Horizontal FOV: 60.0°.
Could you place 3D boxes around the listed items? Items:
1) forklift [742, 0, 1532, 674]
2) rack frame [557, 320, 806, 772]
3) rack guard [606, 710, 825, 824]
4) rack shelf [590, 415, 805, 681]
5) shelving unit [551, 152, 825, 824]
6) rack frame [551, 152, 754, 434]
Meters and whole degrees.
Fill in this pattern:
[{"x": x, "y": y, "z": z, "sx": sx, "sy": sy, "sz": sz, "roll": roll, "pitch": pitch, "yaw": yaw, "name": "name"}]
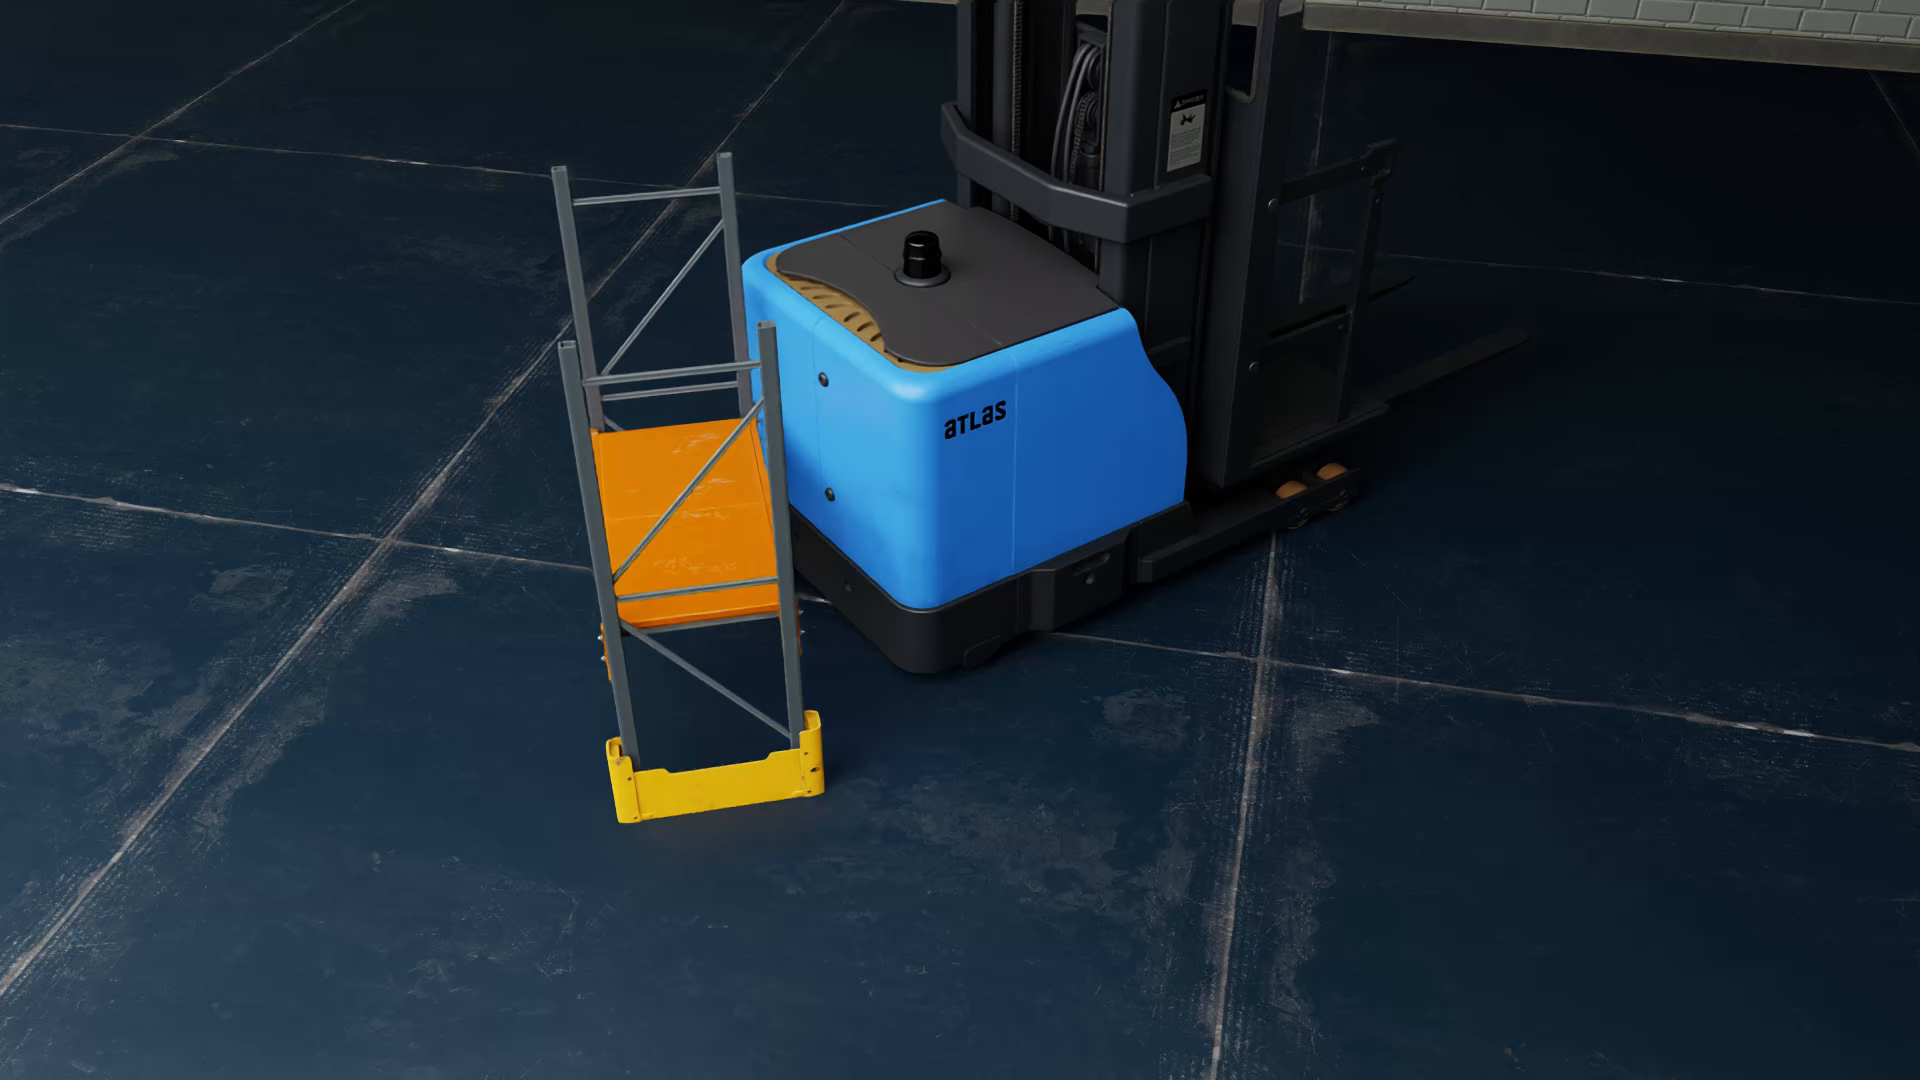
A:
[{"x": 0.801, "y": -1.458, "z": 5.264, "sx": 3.031, "sy": 2.935, "sz": 1.130, "roll": -22, "pitch": 42, "yaw": -28, "name": "forklift"}, {"x": -0.677, "y": 0.131, "z": 4.292, "sx": 0.500, "sy": 1.500, "sz": 0.032, "roll": -7, "pitch": 37, "yaw": -10, "name": "rack frame"}, {"x": -0.678, "y": 0.636, "z": 4.660, "sx": 0.587, "sy": 0.250, "sz": 0.087, "roll": -7, "pitch": 37, "yaw": -10, "name": "rack guard"}, {"x": -0.784, "y": -0.016, "z": 4.800, "sx": 0.538, "sy": 0.185, "sz": 1.000, "roll": -7, "pitch": 37, "yaw": -10, "name": "rack shelf"}, {"x": -0.782, "y": -0.156, "z": 4.687, "sx": 0.587, "sy": 1.500, "sz": 1.083, "roll": -7, "pitch": 37, "yaw": -10, "name": "shelving unit"}, {"x": -0.890, "y": -0.453, "z": 5.097, "sx": 0.500, "sy": 1.500, "sz": 0.032, "roll": -7, "pitch": 37, "yaw": -10, "name": "rack frame"}]
